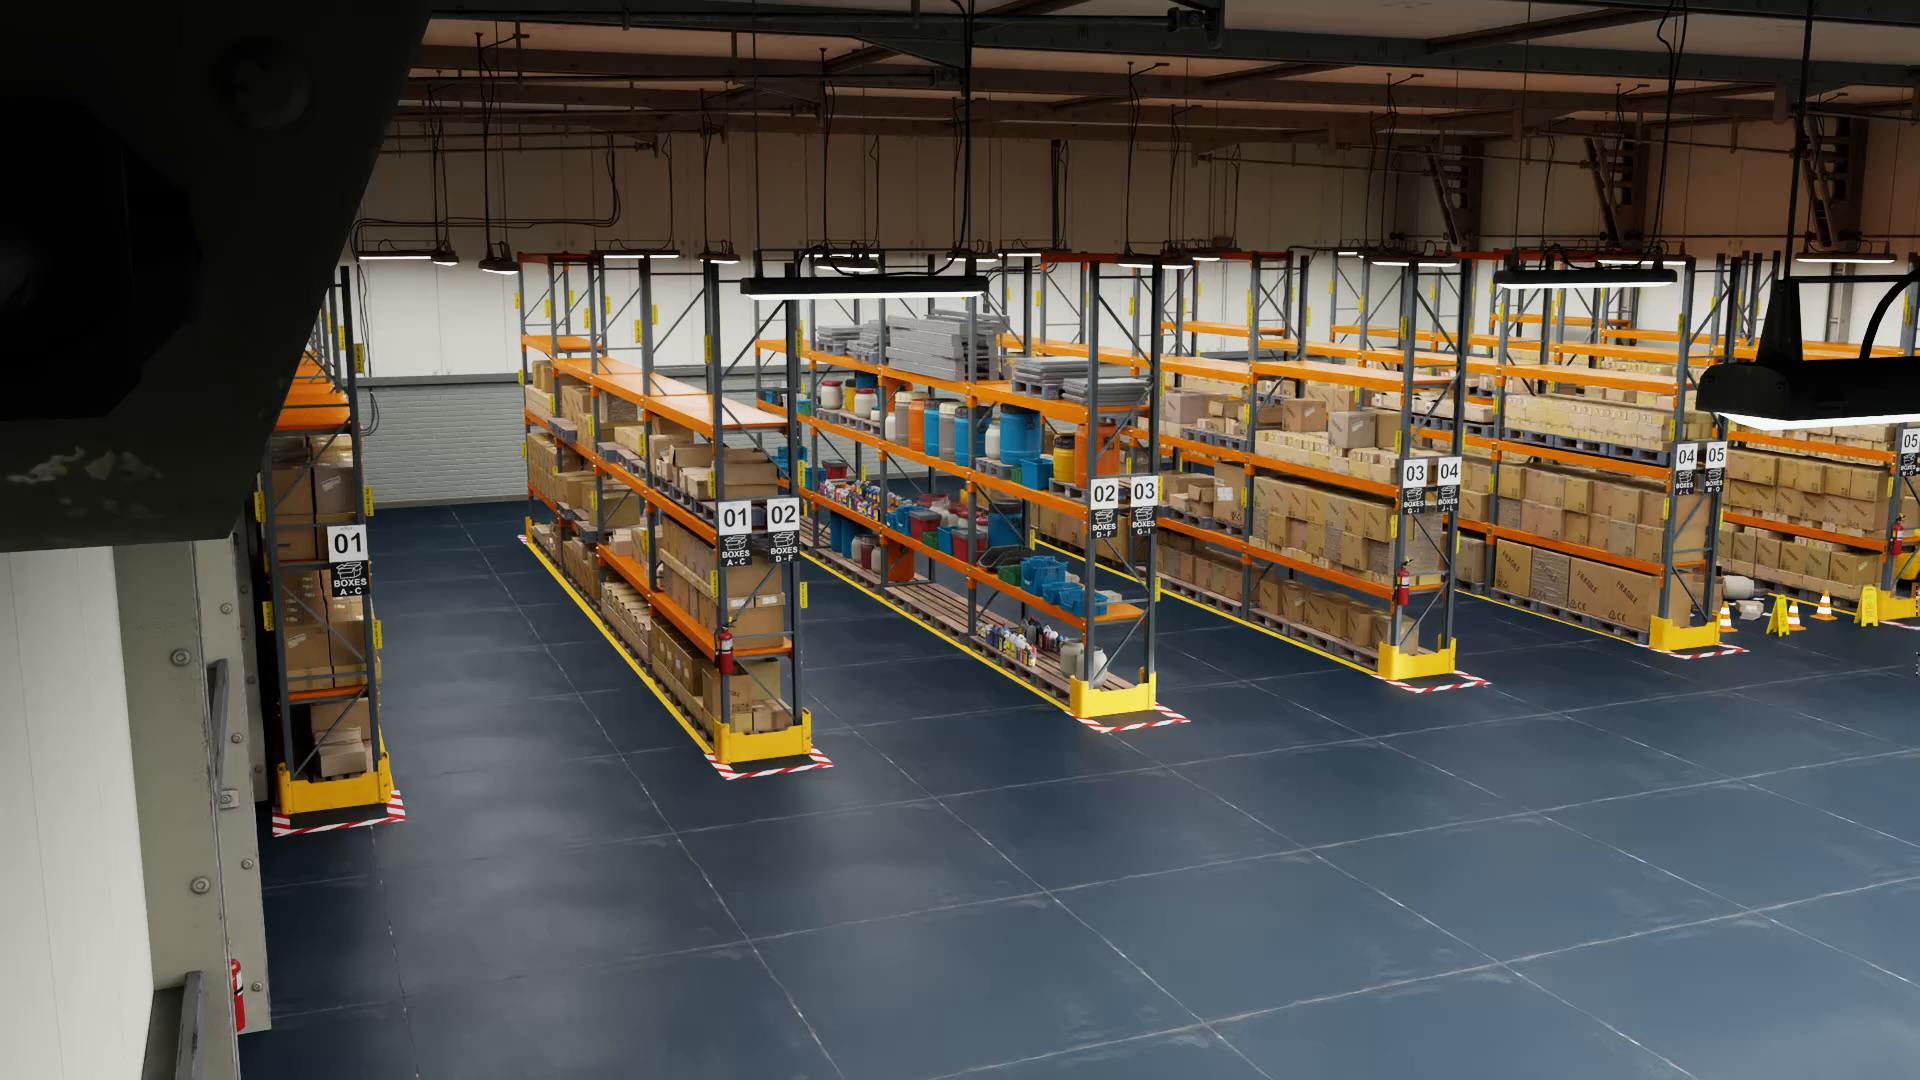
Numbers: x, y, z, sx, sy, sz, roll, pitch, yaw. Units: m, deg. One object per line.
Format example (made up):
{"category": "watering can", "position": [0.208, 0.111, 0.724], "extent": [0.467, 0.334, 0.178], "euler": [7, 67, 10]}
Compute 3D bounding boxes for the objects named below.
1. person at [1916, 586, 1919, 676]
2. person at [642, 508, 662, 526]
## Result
{"category": "person", "position": [14.041, 1.182, 23.746], "extent": [0.650, 1.758, 0.660], "euler": [1, 10, 4]}
{"category": "person", "position": [-6.719, -1.065, 36.316], "extent": [0.532, 1.703, 0.504], "euler": [-4, 11, -19]}
